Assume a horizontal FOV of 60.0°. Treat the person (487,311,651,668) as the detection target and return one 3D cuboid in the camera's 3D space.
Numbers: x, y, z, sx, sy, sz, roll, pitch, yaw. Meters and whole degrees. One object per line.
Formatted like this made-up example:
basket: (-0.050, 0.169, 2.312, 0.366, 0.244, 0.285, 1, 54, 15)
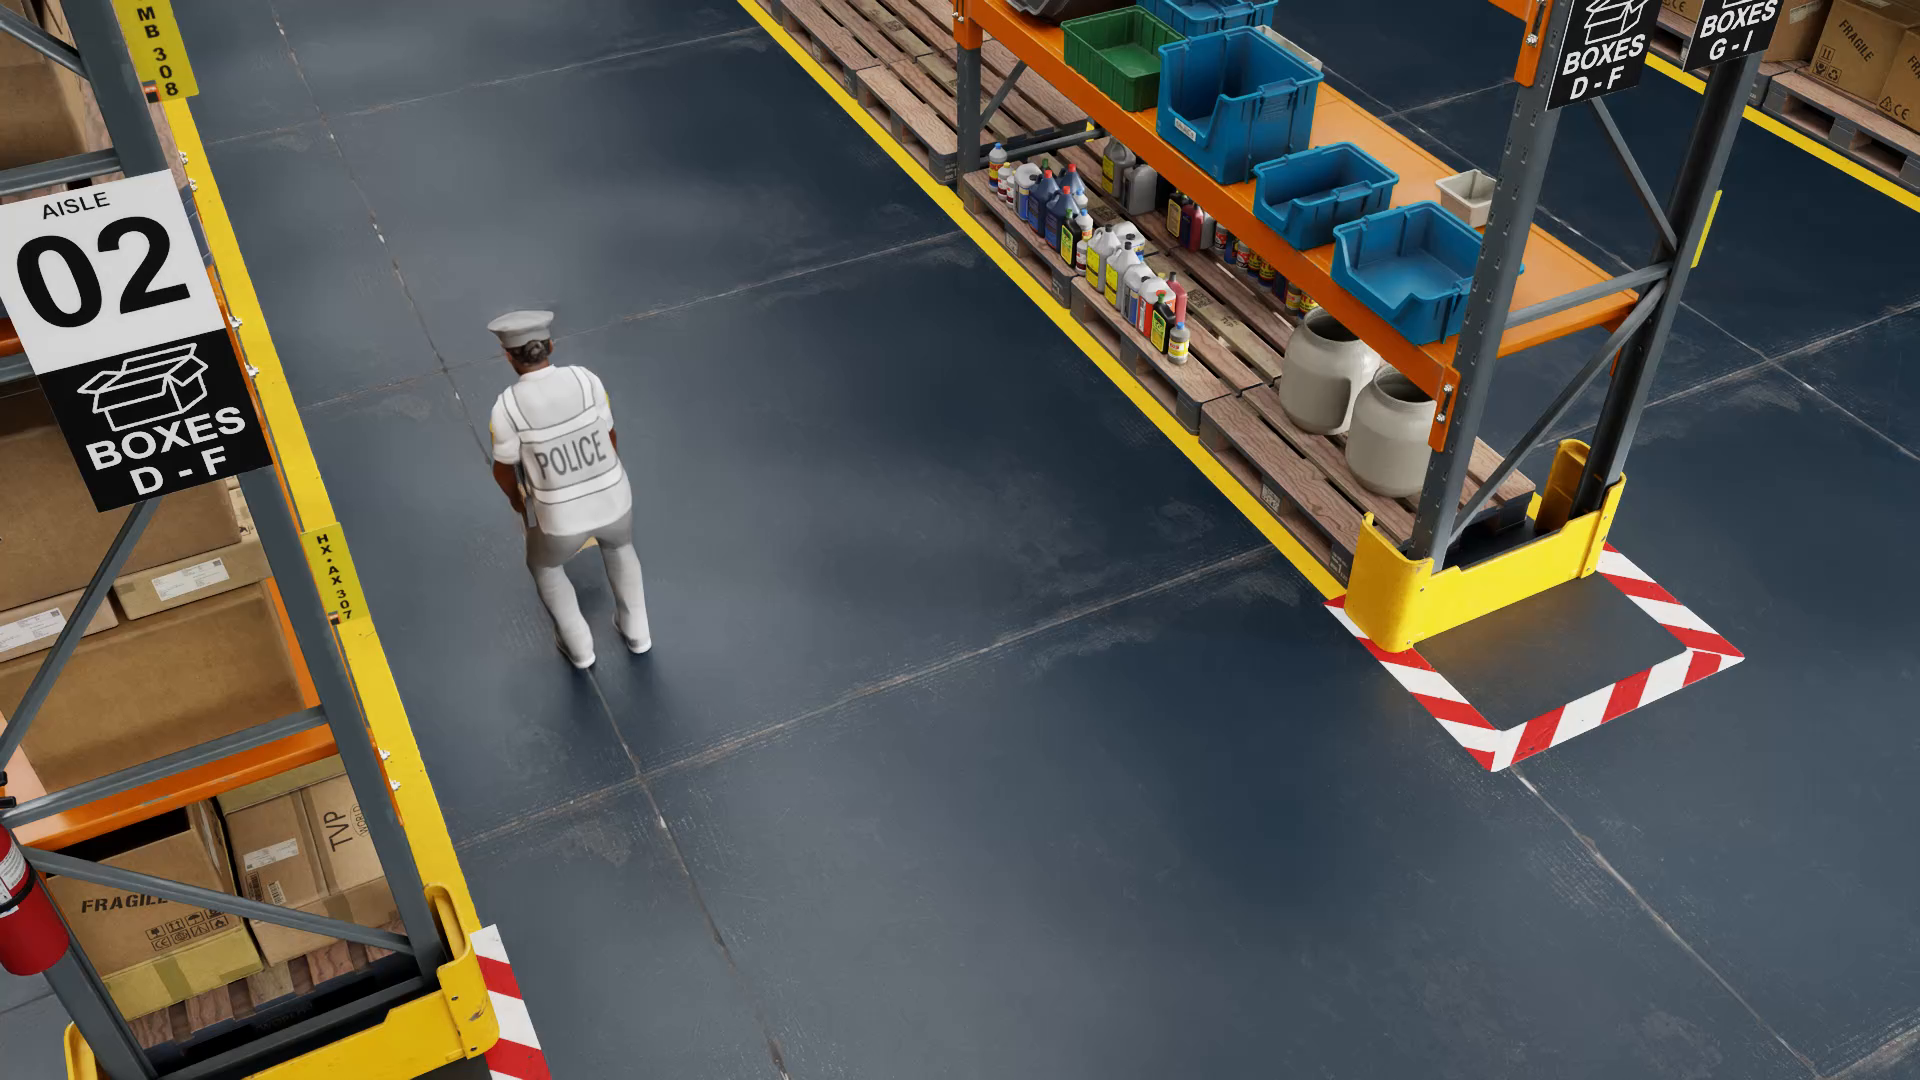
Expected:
person: (-1.526, -0.158, 6.435, 0.480, 1.546, 0.563, -18, 45, -19)
